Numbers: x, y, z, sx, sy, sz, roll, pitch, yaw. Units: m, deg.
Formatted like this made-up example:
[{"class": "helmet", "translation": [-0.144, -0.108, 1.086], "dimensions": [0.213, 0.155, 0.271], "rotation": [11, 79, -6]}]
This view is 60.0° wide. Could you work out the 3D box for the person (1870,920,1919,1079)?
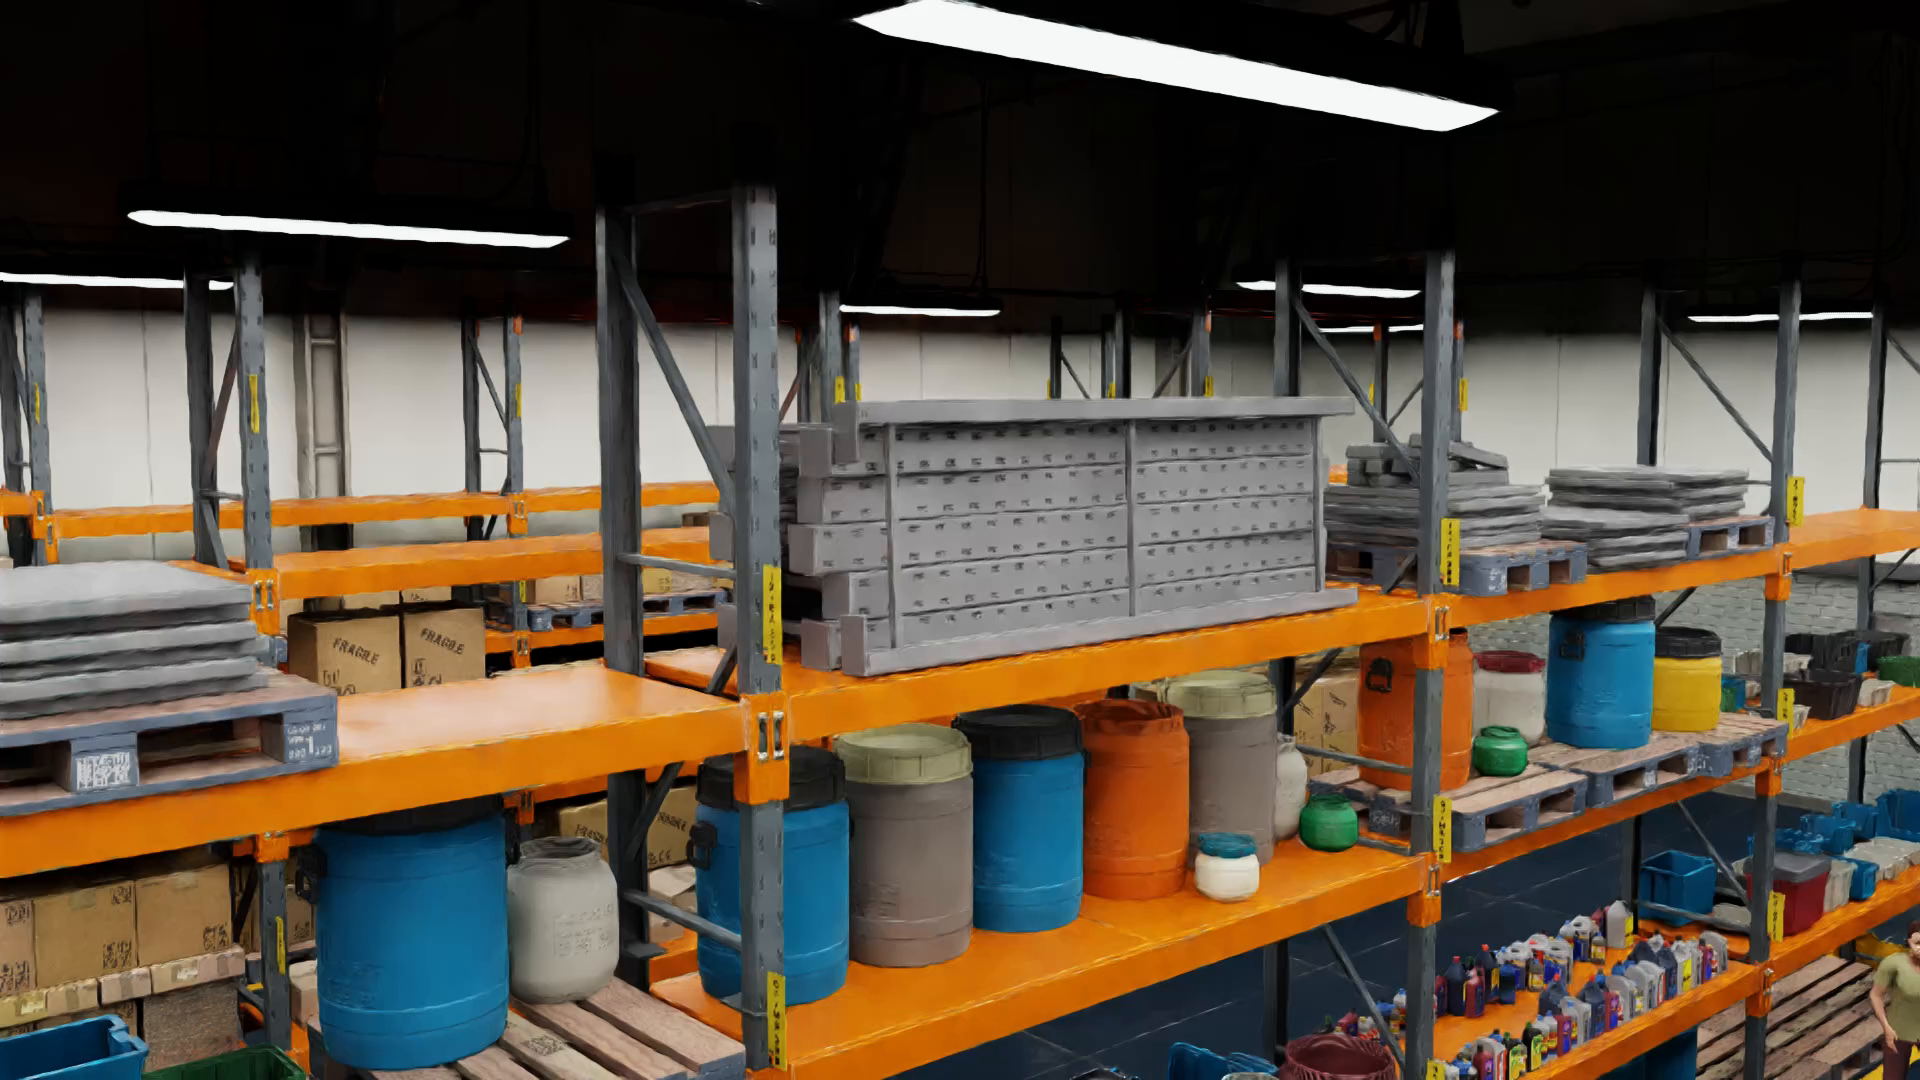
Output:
[{"class": "person", "translation": [6.373, 3.307, 11.083], "dimensions": [0.572, 1.626, 0.720], "rotation": [3, 6, 26]}]
